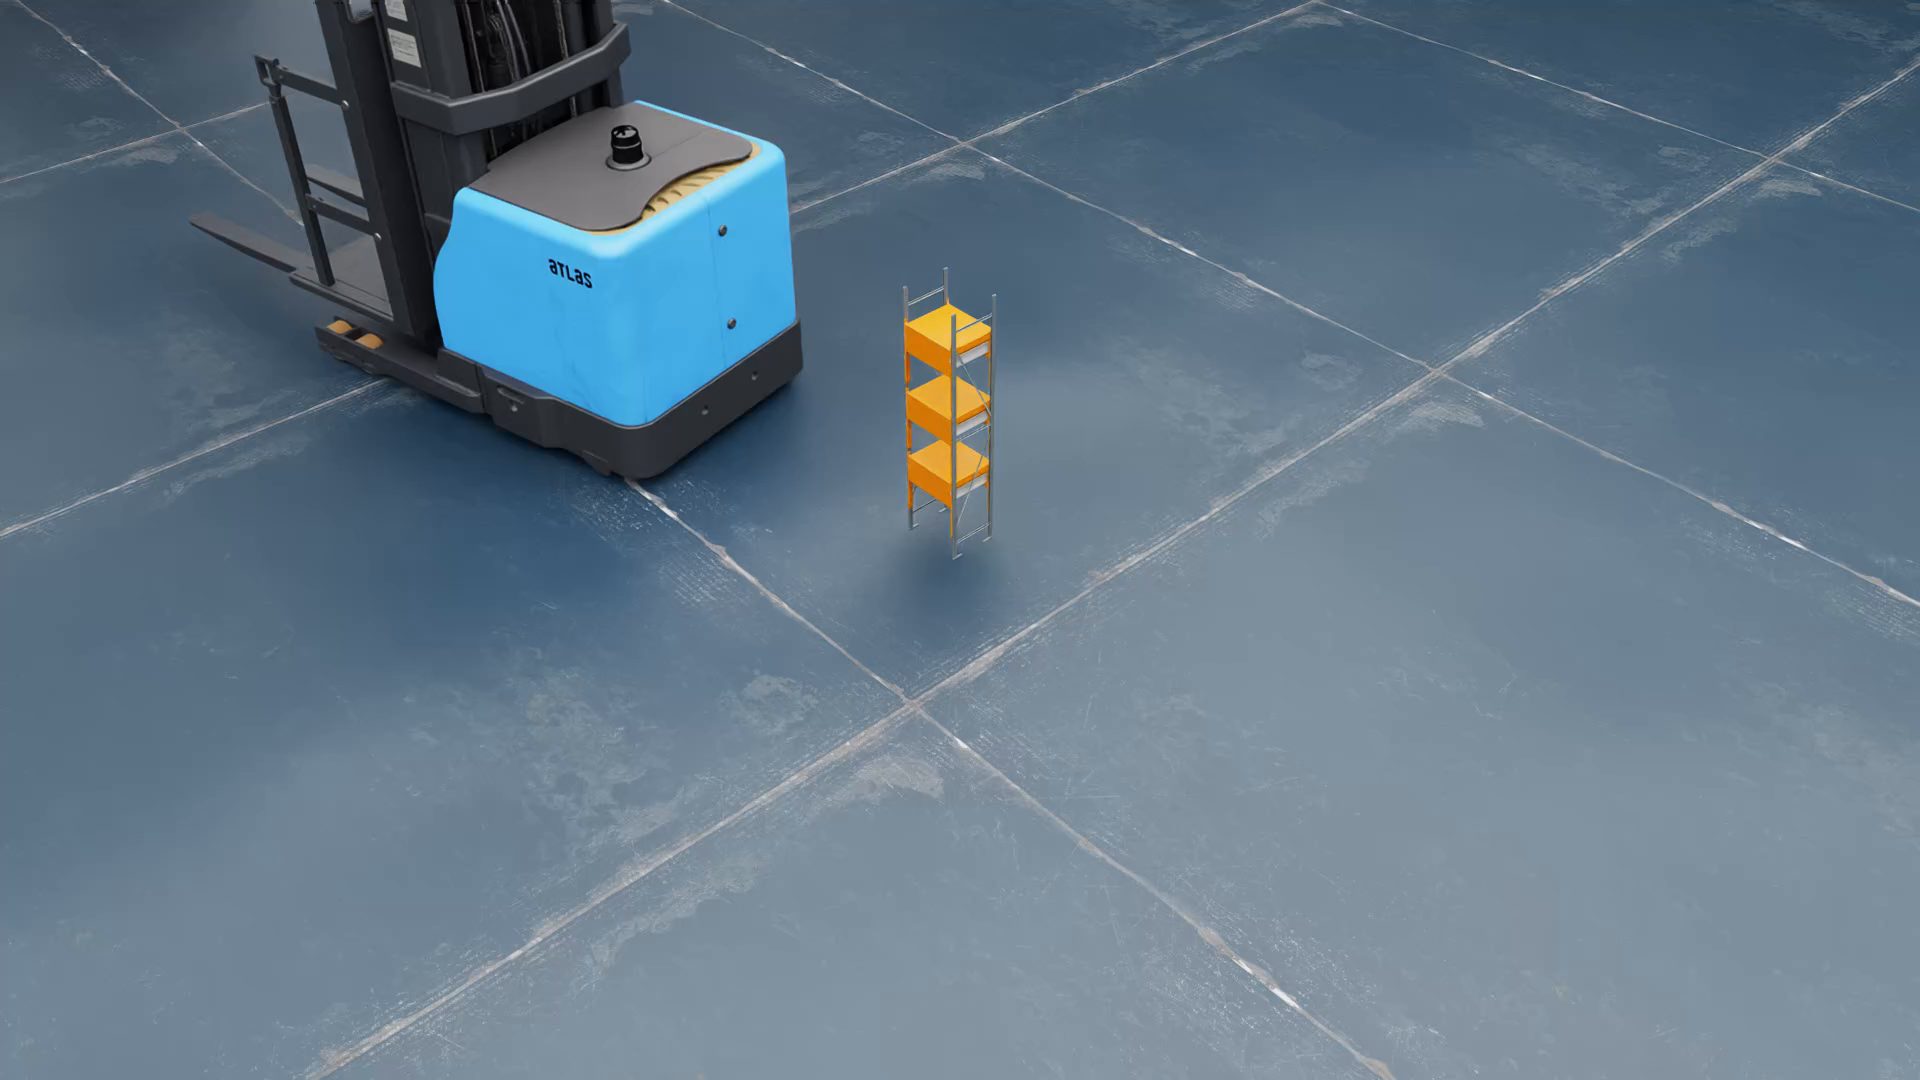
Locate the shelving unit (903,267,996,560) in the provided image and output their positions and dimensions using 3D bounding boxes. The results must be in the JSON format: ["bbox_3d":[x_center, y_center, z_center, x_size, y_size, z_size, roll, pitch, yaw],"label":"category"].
[{"bbox_3d":[-0.036,-0.433,5.951,0.215,1.050,0.252,-30,48,-32],"label":"shelving unit"}]

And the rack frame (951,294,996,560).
[{"bbox_3d":[0.046,-0.377,5.881,0.200,1.050,0.008,-30,48,-32],"label":"rack frame"}]

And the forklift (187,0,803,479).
[{"bbox_3d":[-2.168,-2.103,6.522,3.031,2.935,1.130,23,44,26],"label":"forklift"}]

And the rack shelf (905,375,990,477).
[{"bbox_3d":[-0.036,-0.425,5.957,0.215,0.259,0.240,-30,48,-32],"label":"rack shelf"}]

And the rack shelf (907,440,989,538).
[{"bbox_3d":[-0.036,-0.209,6.132,0.215,0.259,0.240,-30,48,-32],"label":"rack shelf"}]

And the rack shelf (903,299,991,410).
[{"bbox_3d":[-0.036,-0.646,5.779,0.215,0.259,0.240,-30,48,-32],"label":"rack shelf"}]

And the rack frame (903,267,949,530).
[{"bbox_3d":[-0.119,-0.490,6.021,0.200,1.050,0.008,-30,48,-32],"label":"rack frame"}]
